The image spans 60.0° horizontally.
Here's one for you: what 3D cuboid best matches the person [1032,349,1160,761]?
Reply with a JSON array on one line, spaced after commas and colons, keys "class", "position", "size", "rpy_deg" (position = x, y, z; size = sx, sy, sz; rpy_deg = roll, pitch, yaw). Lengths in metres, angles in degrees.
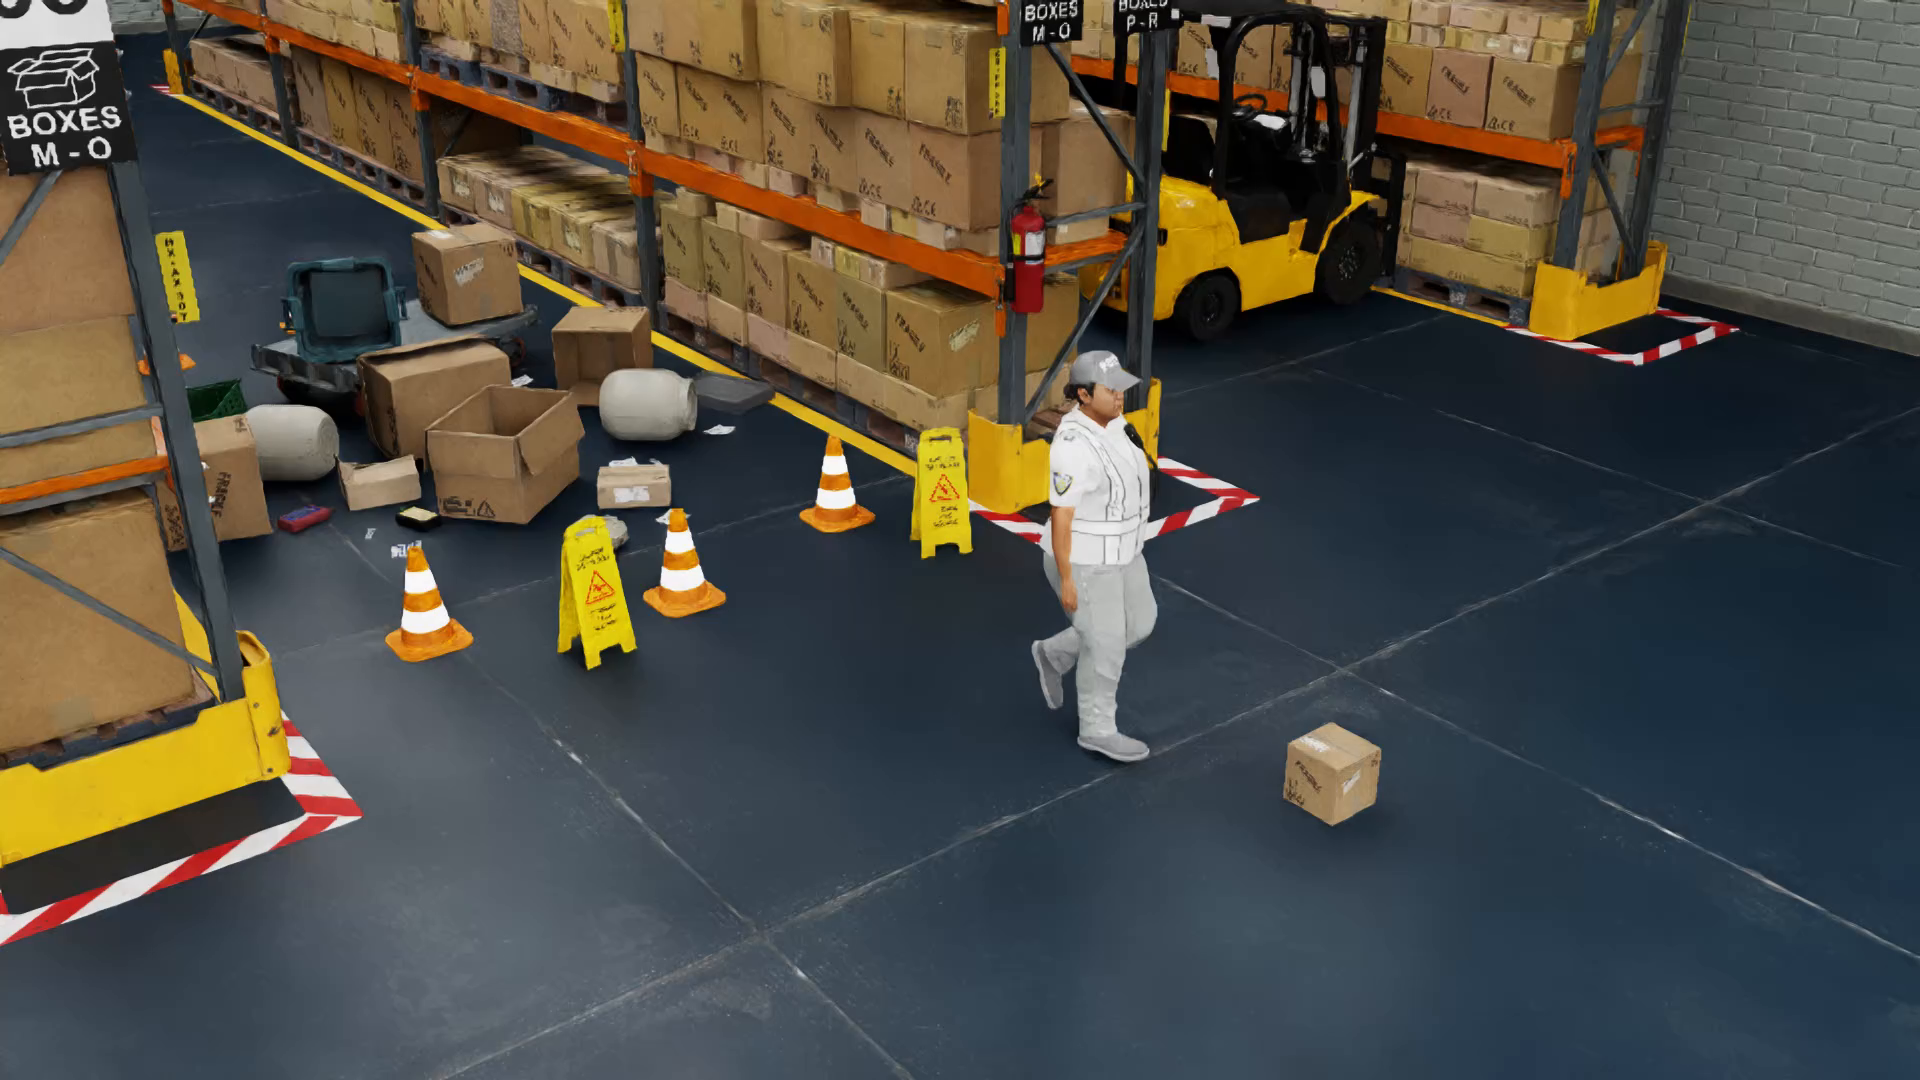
[{"class": "person", "position": [0.508, 0.054, 6.457], "size": [0.591, 1.648, 0.484], "rpy_deg": [12, 27, 24]}]
